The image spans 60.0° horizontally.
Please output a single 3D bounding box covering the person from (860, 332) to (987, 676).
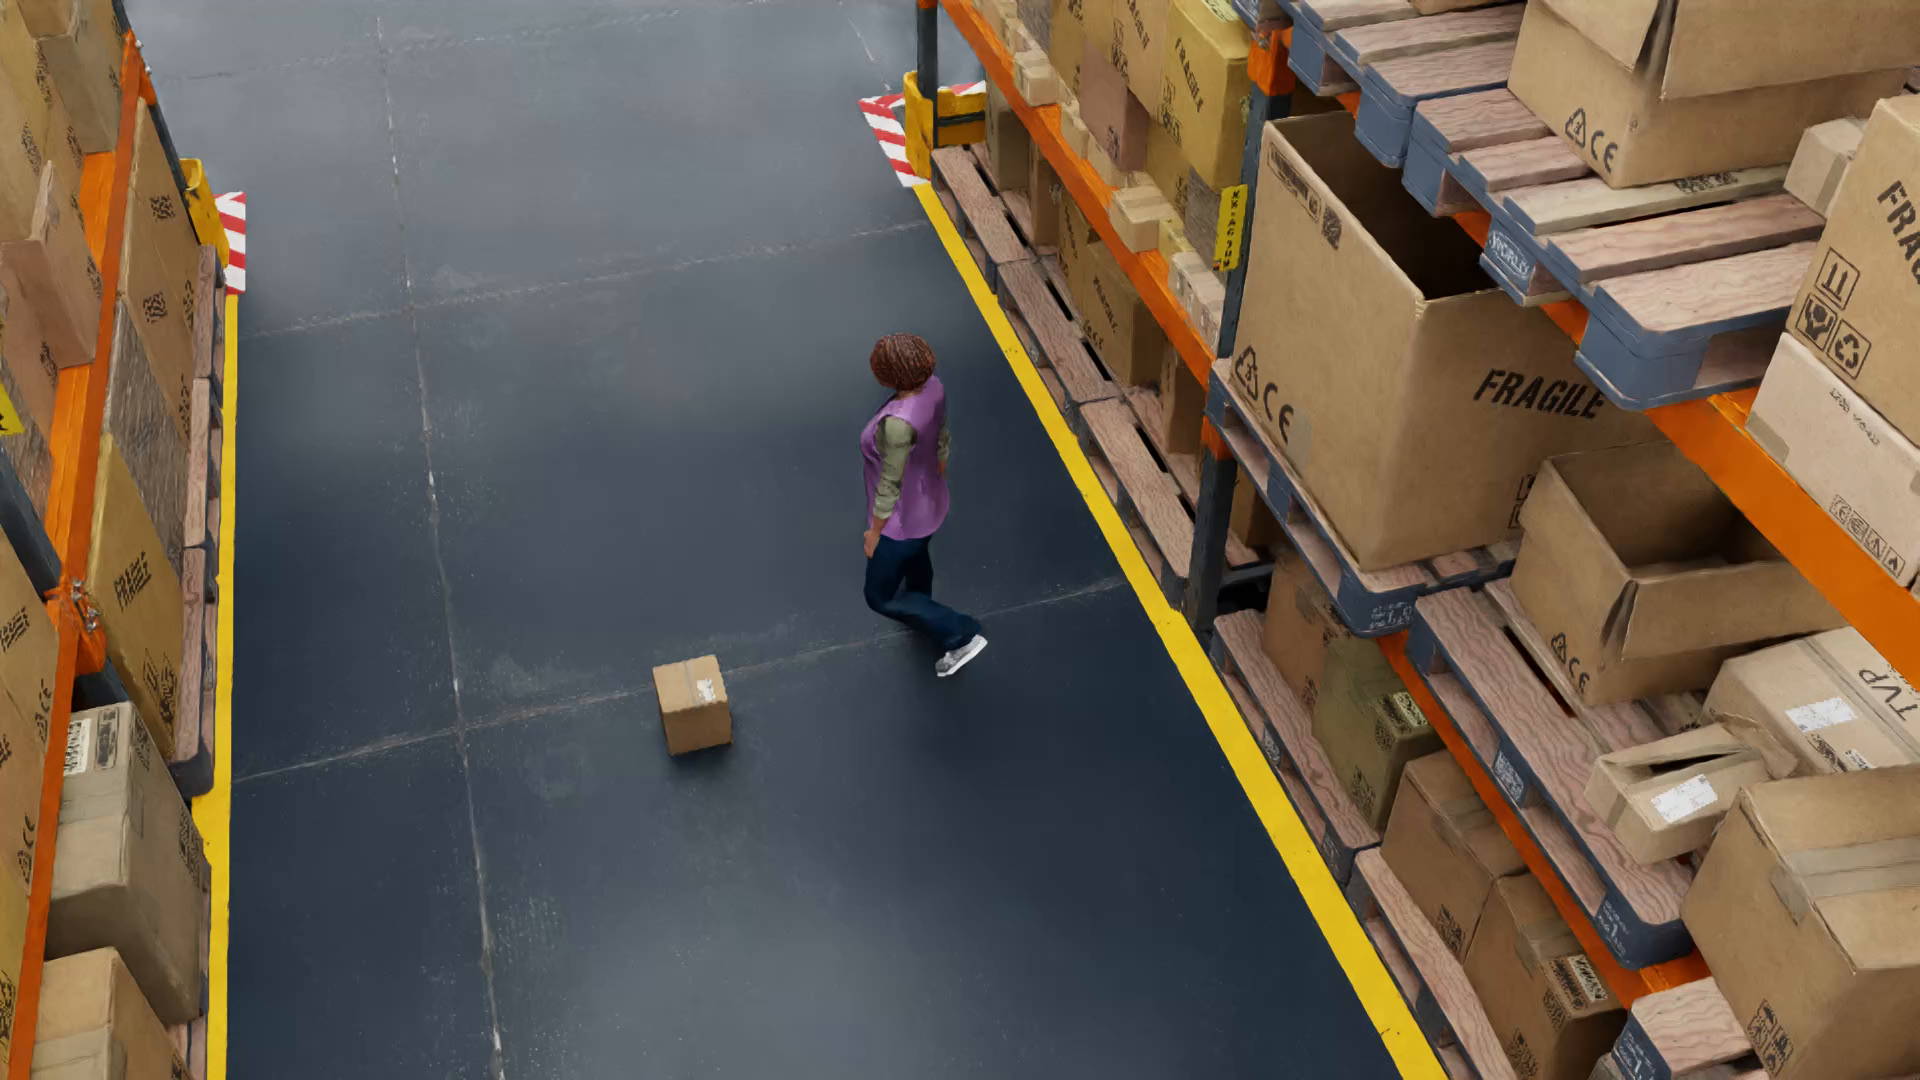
[{"bbox_3d":[-0.138,-0.129,6.284,0.575,1.589,0.546,11,44,11],"label":"person"}]
